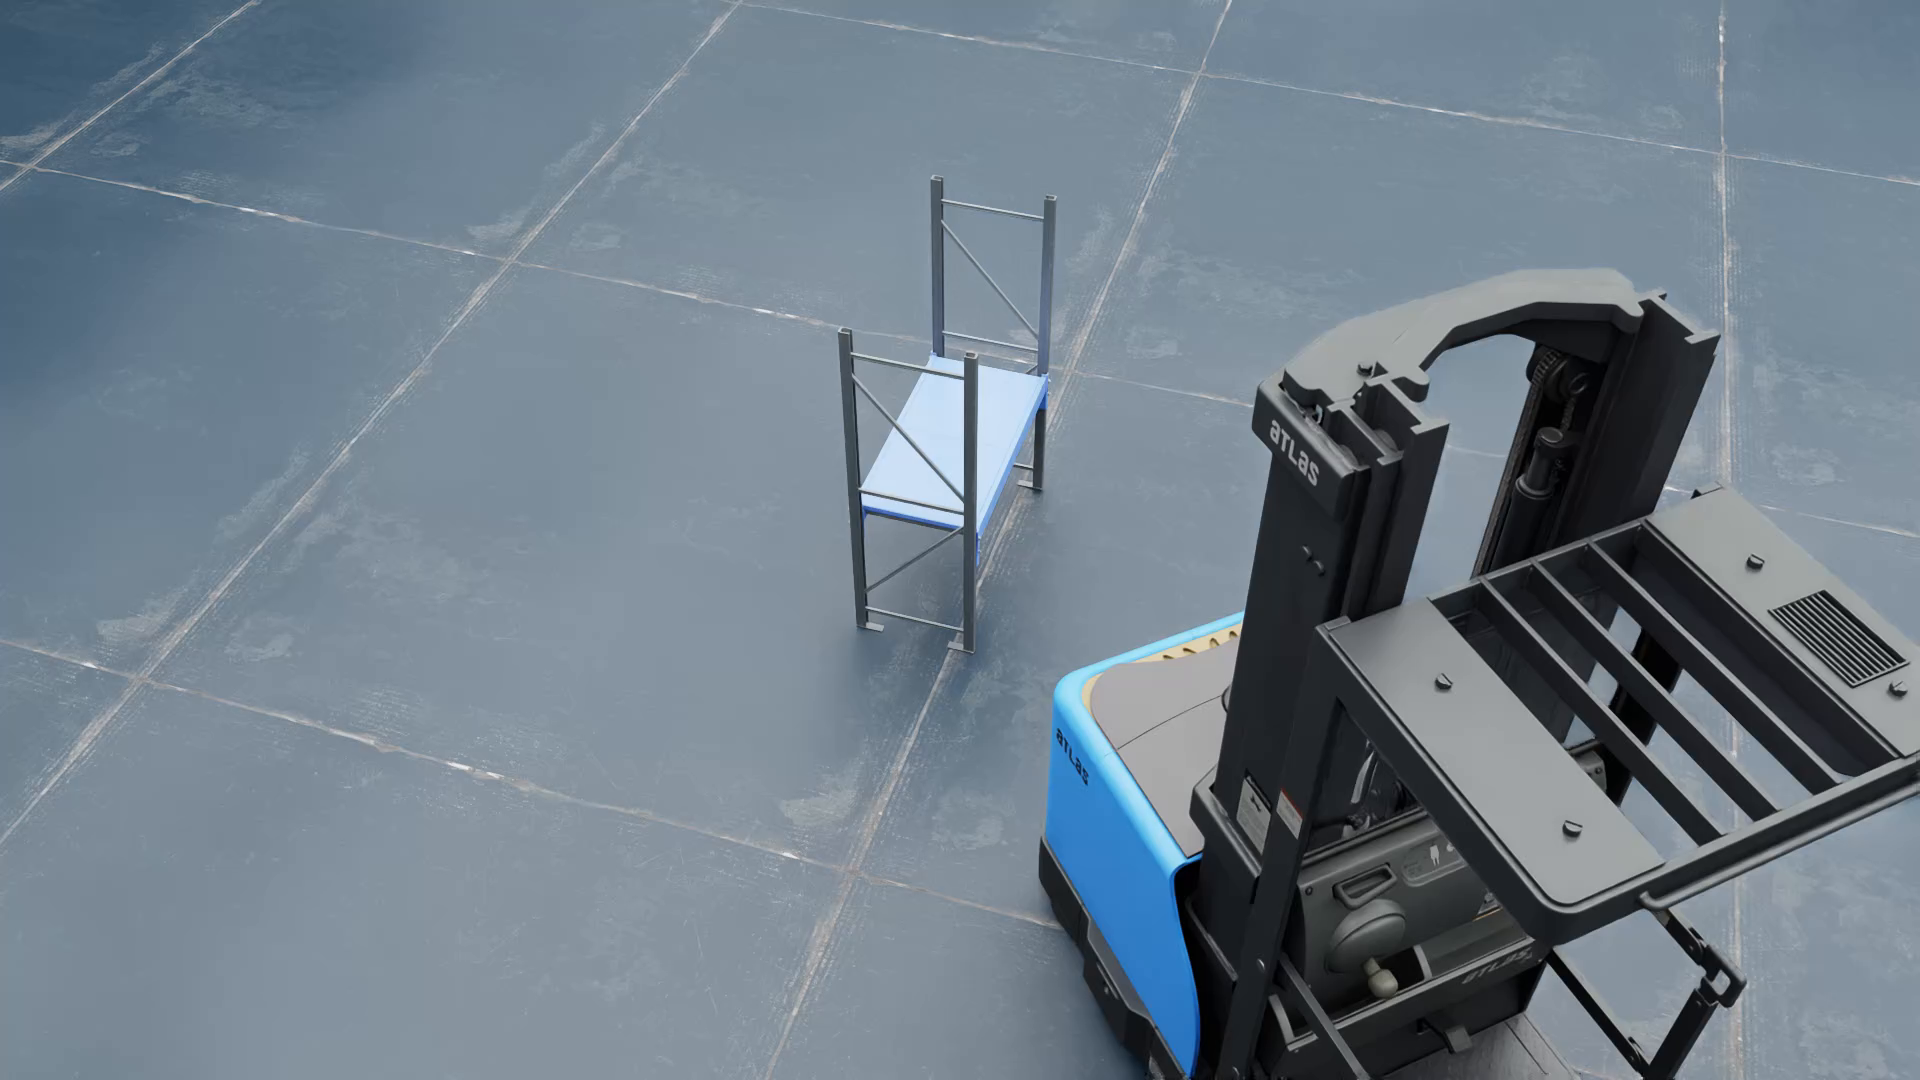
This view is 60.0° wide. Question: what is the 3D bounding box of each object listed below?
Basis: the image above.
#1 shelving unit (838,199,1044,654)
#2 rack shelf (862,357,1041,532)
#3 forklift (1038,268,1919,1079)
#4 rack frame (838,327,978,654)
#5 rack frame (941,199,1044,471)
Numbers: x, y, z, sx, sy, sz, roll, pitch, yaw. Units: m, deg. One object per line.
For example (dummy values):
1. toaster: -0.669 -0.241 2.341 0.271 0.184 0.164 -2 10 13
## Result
1. shelving unit: -0.027 -0.476 6.563 0.500 1.500 1.039 13 46 12
2. rack shelf: -0.026 -0.398 6.645 0.459 0.026 0.952 13 46 12
3. forklift: 1.347 0.948 4.084 1.130 2.935 3.031 -18 47 -17
4. rack frame: -0.180 -0.140 6.220 0.500 1.500 0.032 13 46 12
5. rack frame: 0.130 -0.818 6.912 0.475 1.308 0.013 13 46 12
